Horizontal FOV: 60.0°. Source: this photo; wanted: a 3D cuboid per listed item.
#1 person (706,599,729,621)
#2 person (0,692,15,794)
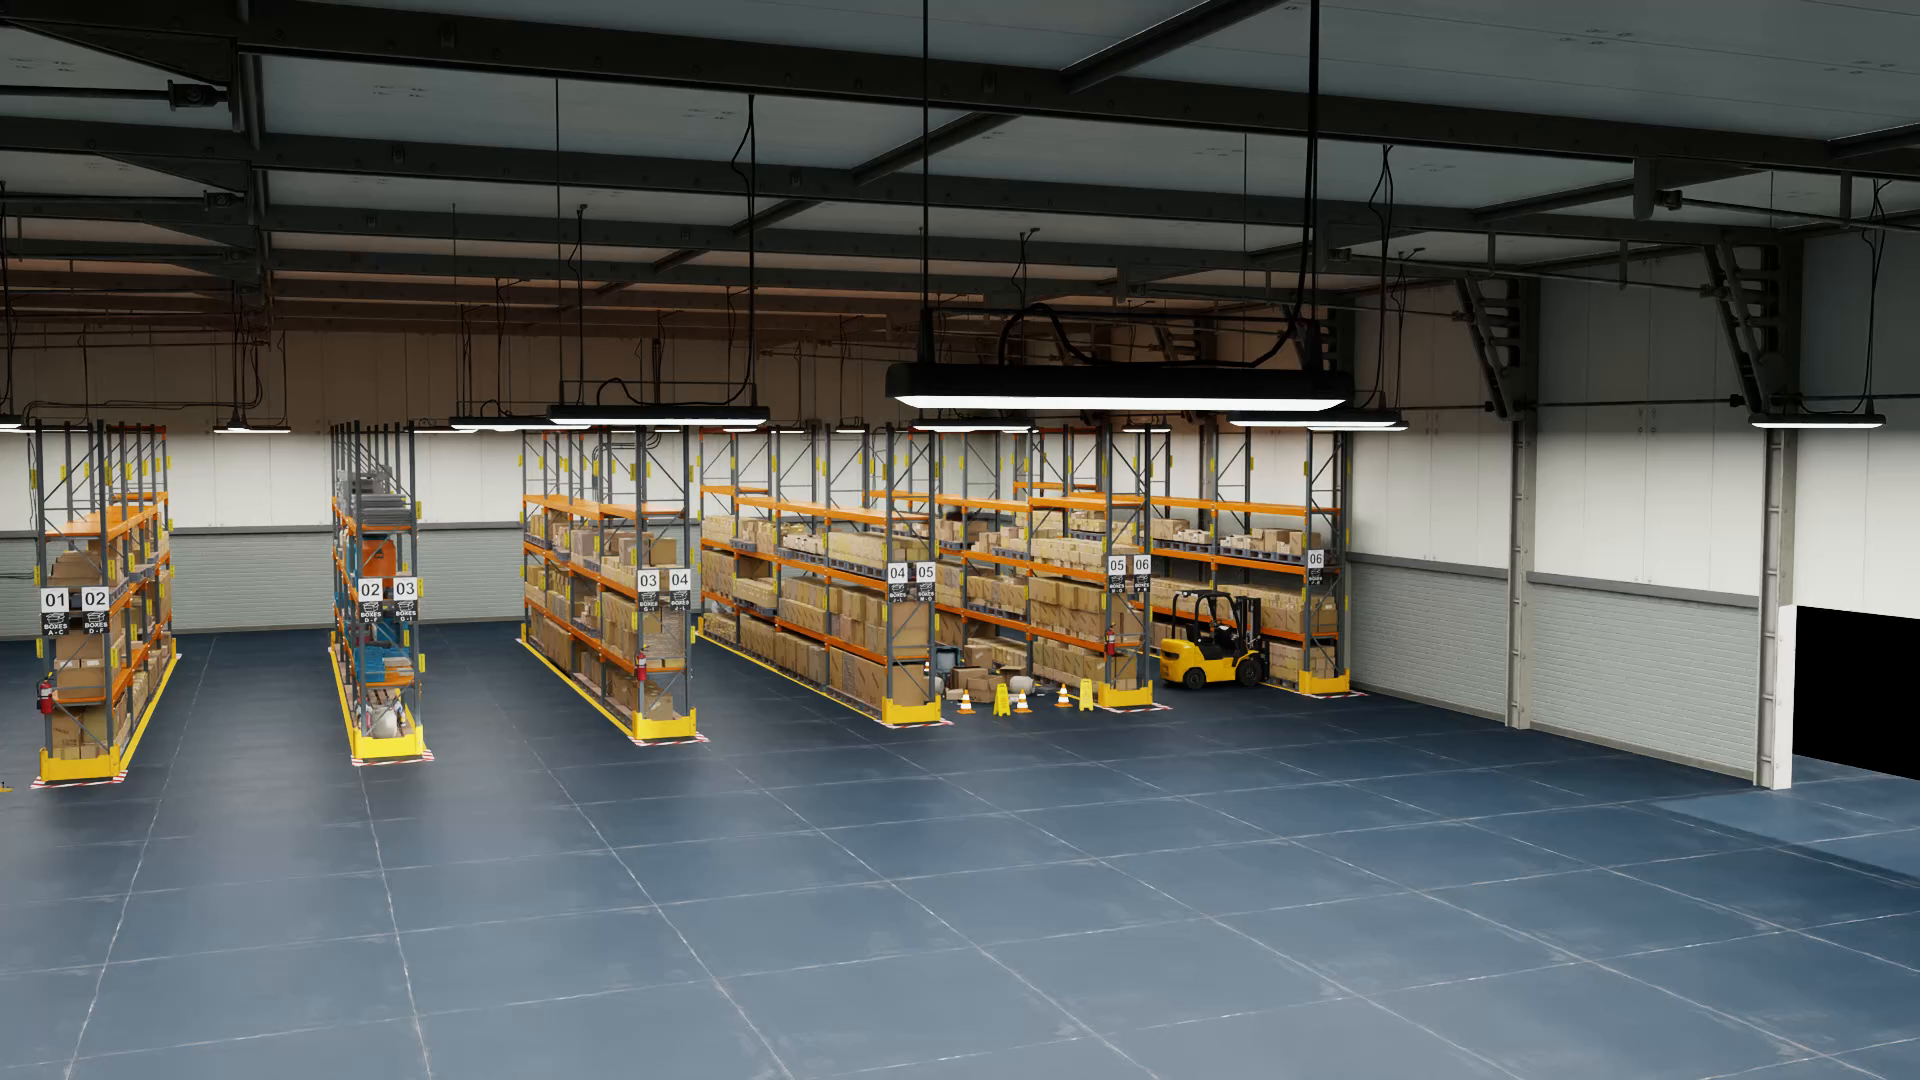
[{"bbox_3d":[-7.434,1.641,51.073,0.660,1.735,1.082,1,4,21],"label":"person"},{"bbox_3d":[-15.477,3.206,26.448,0.653,1.747,0.639,0,4,-3],"label":"person"}]
